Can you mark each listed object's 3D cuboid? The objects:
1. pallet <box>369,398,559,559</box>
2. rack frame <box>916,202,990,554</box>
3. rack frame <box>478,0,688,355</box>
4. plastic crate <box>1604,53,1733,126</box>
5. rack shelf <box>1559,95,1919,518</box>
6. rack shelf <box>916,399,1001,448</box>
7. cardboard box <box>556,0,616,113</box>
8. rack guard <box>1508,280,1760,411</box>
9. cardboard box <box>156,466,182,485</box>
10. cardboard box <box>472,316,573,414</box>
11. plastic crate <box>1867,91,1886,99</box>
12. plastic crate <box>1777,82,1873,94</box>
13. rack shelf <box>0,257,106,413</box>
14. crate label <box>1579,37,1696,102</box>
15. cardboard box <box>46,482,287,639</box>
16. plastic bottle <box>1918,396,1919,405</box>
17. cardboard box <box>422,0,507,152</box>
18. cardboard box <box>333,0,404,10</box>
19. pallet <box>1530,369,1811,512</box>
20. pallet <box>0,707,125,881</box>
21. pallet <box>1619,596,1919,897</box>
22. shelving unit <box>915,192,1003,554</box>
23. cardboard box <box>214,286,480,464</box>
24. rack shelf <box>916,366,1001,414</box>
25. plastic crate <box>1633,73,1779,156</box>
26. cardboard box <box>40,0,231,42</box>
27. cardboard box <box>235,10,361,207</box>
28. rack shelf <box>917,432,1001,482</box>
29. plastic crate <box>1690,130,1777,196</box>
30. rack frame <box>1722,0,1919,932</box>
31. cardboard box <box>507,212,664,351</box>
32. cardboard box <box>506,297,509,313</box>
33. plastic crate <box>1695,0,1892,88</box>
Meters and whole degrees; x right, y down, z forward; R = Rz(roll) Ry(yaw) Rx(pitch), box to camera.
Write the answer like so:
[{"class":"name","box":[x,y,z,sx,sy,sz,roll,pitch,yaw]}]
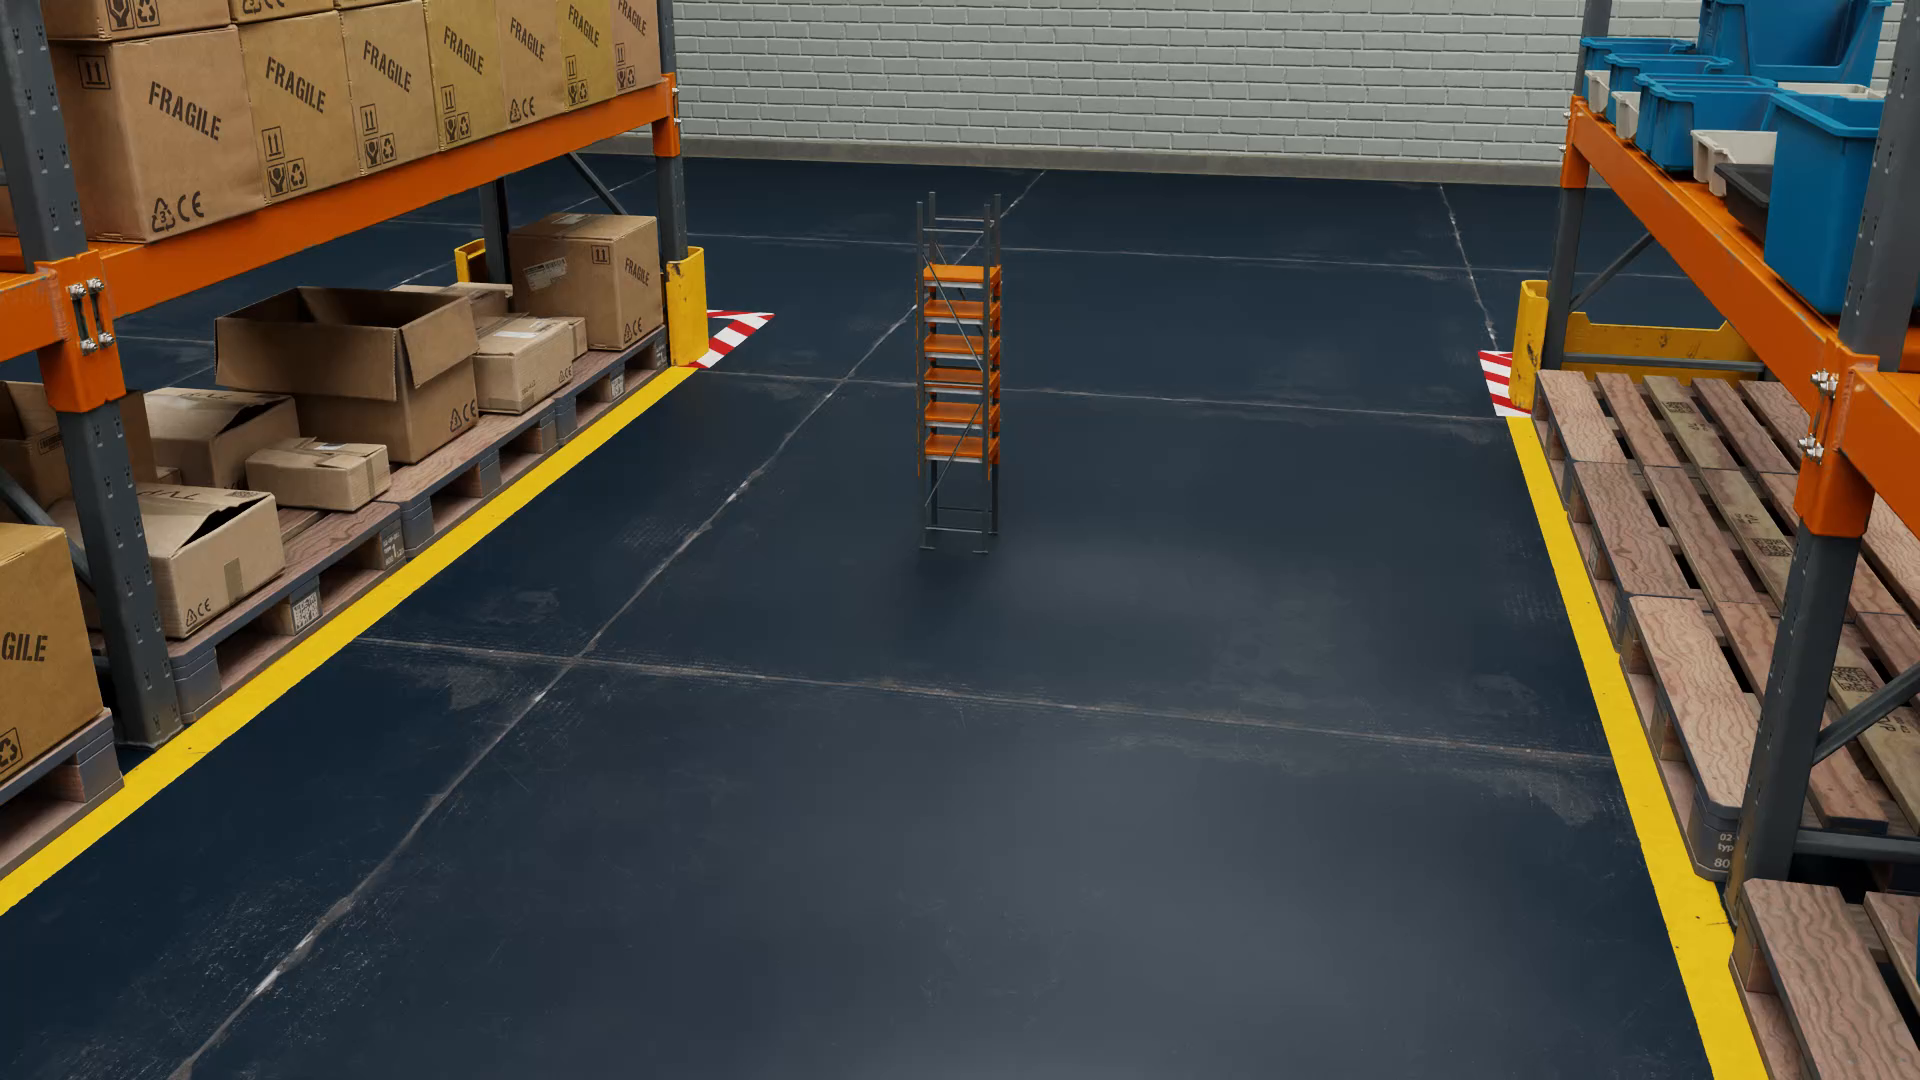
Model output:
[{"class":"pallet","box":[-2.239,-0.290,6.292,1.003,0.211,1.213,4,22,11]},{"class":"rack frame","box":[-0.022,-0.518,5.533,0.240,1.200,0.006,4,22,11]},{"class":"rack frame","box":[-1.811,-2.348,7.669,1.000,3.000,0.127,4,22,11]},{"class":"plastic crate","box":[2.530,-1.613,5.988,0.416,0.233,0.300,4,22,11]},{"class":"rack shelf","box":[2.629,-0.904,5.046,1.077,0.370,4.000,4,22,11]},{"class":"rack shelf","box":[-0.003,-0.399,5.678,0.258,0.103,0.180,4,22,11]},{"class":"cardboard box","box":[-1.738,-2.020,6.720,0.500,0.500,0.500,5,22,11]},{"class":"rack guard","box":[3.030,-0.819,7.219,1.175,0.500,0.348,4,22,11]},{"class":"cardboard box","box":[-2.771,-0.139,5.410,0.380,0.149,0.250,4,22,11]},{"class":"cardboard box","box":[-1.904,-0.714,6.703,0.500,0.250,0.500,4,22,11]},{"class":"plastic crate","box":[2.713,-1.024,4.458,0.437,0.282,0.530,4,22,11]},{"class":"plastic crate","box":[3.048,-1.563,5.991,0.396,0.136,0.243,4,22,11]},{"class":"rack shelf","box":[-3.035,0.180,2.355,1.077,0.370,4.000,4,22,11]},{"class":"crate label","box":[2.665,-1.854,6.586,0.416,0.233,0.303,4,22,11]},{"class":"cardboard box","box":[-2.330,0.021,4.797,0.500,0.311,0.500,4,22,11]},{"class":"plastic bottle","box":[1.729,-0.351,2.865,0.061,0.283,0.133,4,22,11]},{"class":"cardboard box","box":[-1.948,-1.654,5.810,0.500,0.500,0.500,4,22,10]},{"class":"cardboard box","box":[-2.045,-1.923,5.141,0.500,0.500,0.500,4,22,9]},{"class":"pallet","box":[2.831,-0.377,6.507,1.003,0.211,1.213,4,22,11]},{"class":"pallet","box":[-2.756,0.709,3.812,1.003,0.211,1.213,4,22,11]},{"class":"pallet","box":[2.333,0.515,4.291,1.003,0.211,1.213,4,22,11]},{"class":"shelving unit","box":[-0.003,-0.551,5.616,0.258,1.200,0.189,4,22,11]},{"class":"cardboard box","box":[-2.249,-0.619,6.128,0.797,0.503,0.637,4,22,11]},{"class":"rack shelf","box":[-0.003,-0.510,5.633,0.258,0.103,0.180,4,22,11]},{"class":"plastic crate","box":[2.396,-1.373,5.390,0.416,0.233,0.300,4,22,11]},{"class":"cardboard box","box":[-2.256,-1.546,4.206,0.500,0.500,0.500,5,22,12]},{"class":"cardboard box","box":[-2.155,-1.285,4.894,0.500,0.500,0.500,5,22,12]},{"class":"rack shelf","box":[-0.003,-0.287,5.723,0.258,0.103,0.180,4,22,11]},{"class":"plastic crate","box":[2.282,-1.072,4.772,0.293,0.136,0.466,4,22,11]},{"class":"rack frame","box":[2.221,-0.506,3.095,1.000,3.000,0.127,4,22,11]},{"class":"cardboard box","box":[-1.681,-1.175,7.513,0.500,0.500,0.500,4,22,11]},{"class":"cardboard box","box":[-2.284,-1.020,7.574,0.380,0.166,0.250,4,22,11]},{"class":"plastic crate","box":[3.152,-1.877,6.370,0.616,0.435,0.499,4,22,11]}]
